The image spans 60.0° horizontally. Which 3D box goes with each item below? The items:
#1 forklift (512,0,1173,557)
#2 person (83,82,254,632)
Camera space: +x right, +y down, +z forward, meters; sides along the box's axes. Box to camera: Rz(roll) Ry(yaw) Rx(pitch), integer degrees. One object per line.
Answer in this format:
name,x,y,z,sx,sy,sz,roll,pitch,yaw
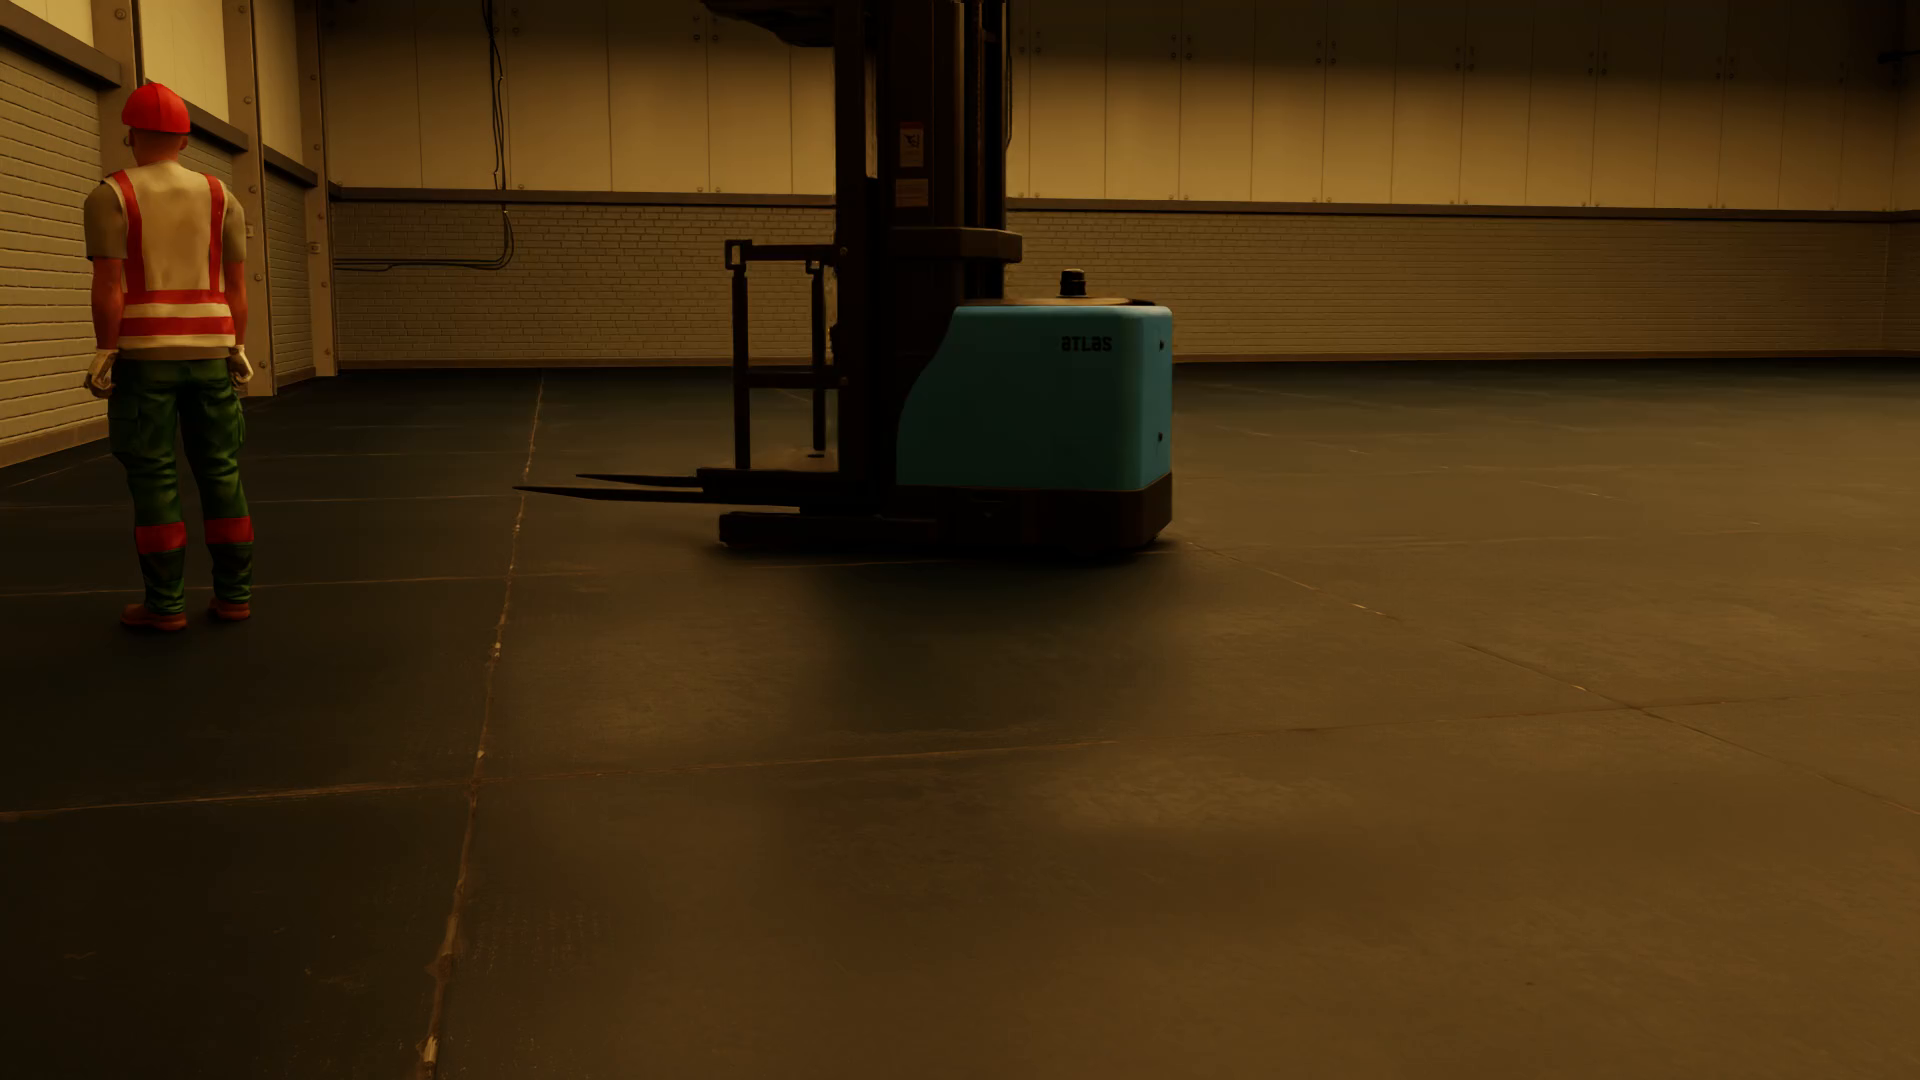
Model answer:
forklift,-0.577,-1.469,7.627,3.031,2.935,1.130,2,8,15
person,-2.653,-0.604,5.565,0.369,1.795,0.529,7,11,42
